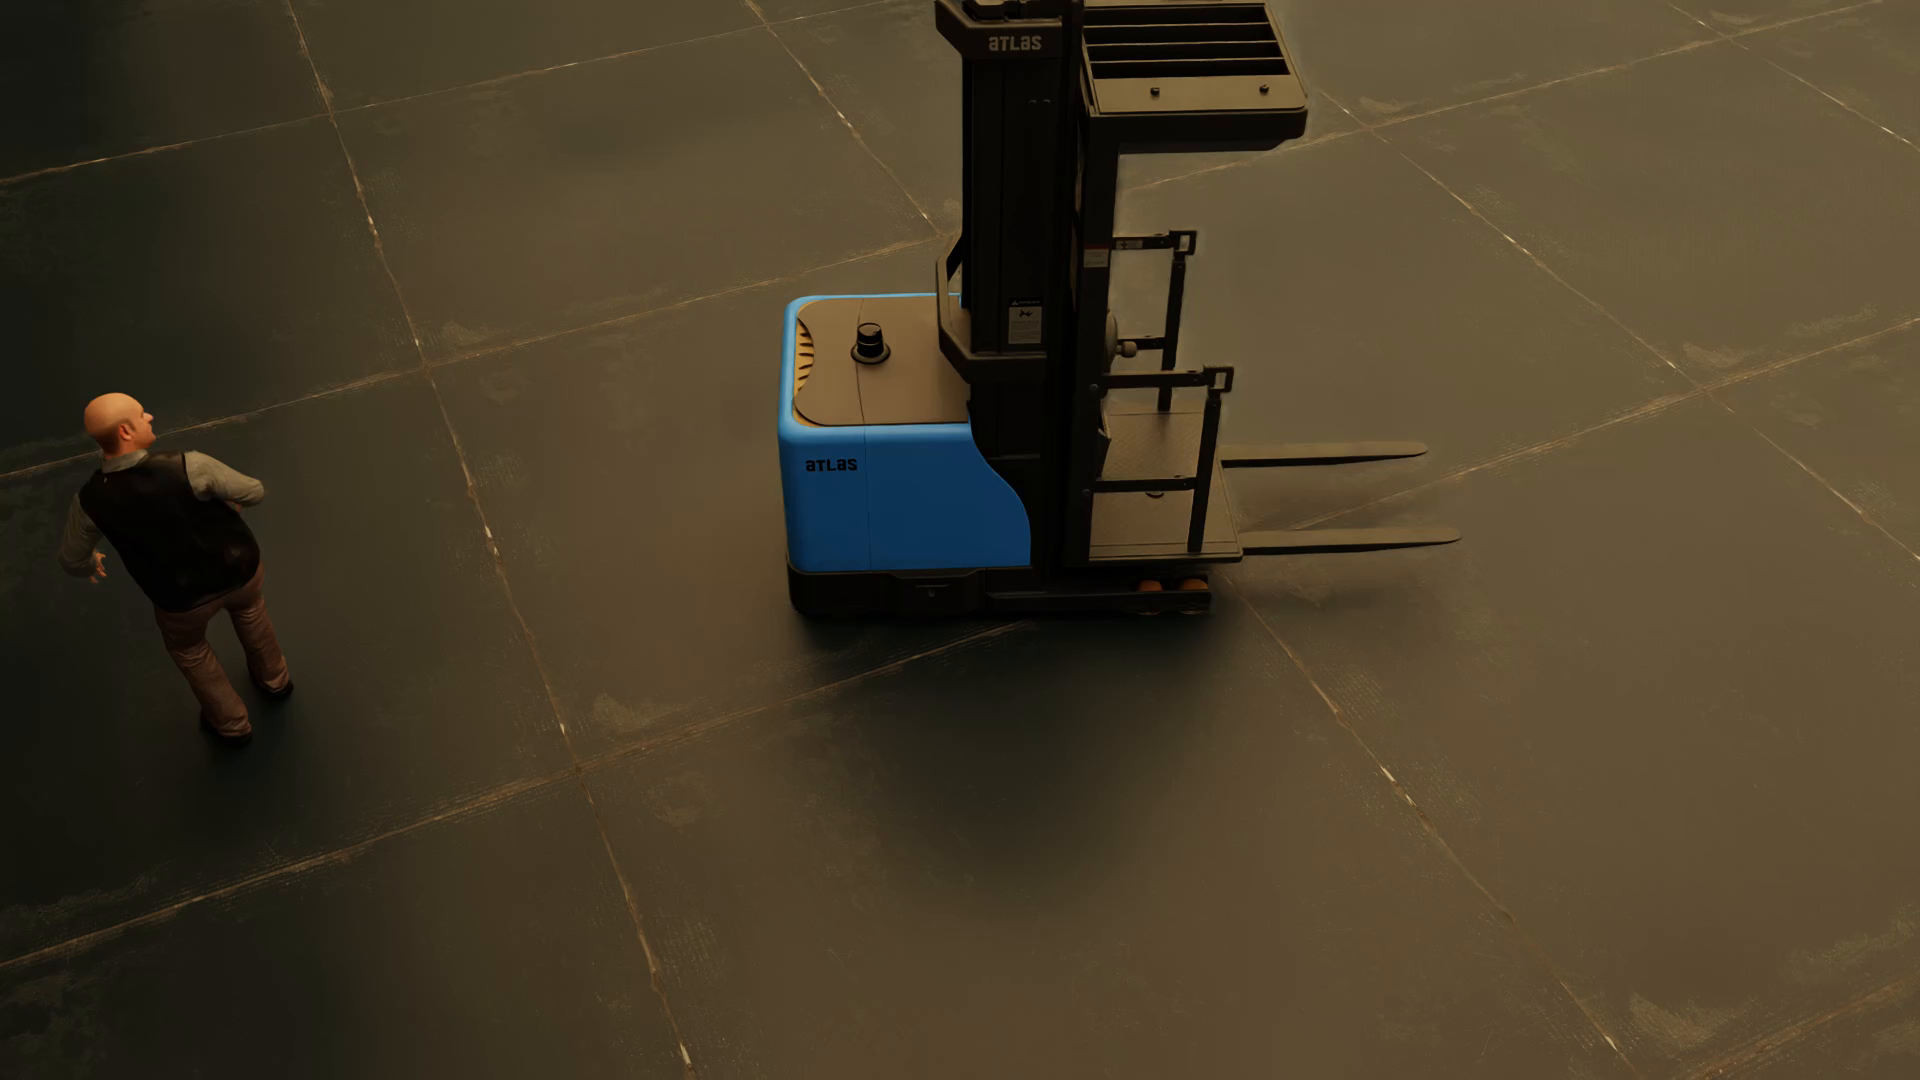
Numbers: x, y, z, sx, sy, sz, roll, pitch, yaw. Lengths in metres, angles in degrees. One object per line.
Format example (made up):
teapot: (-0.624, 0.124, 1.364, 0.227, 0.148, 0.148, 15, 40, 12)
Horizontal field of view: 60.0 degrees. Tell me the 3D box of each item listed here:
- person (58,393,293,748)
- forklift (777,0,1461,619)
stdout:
person: (-3.033, 0.118, 6.496, 0.753, 1.676, 0.524, -24, 48, -24)
forklift: (0.734, -1.094, 6.852, 3.031, 2.935, 1.130, -2, 43, -2)
